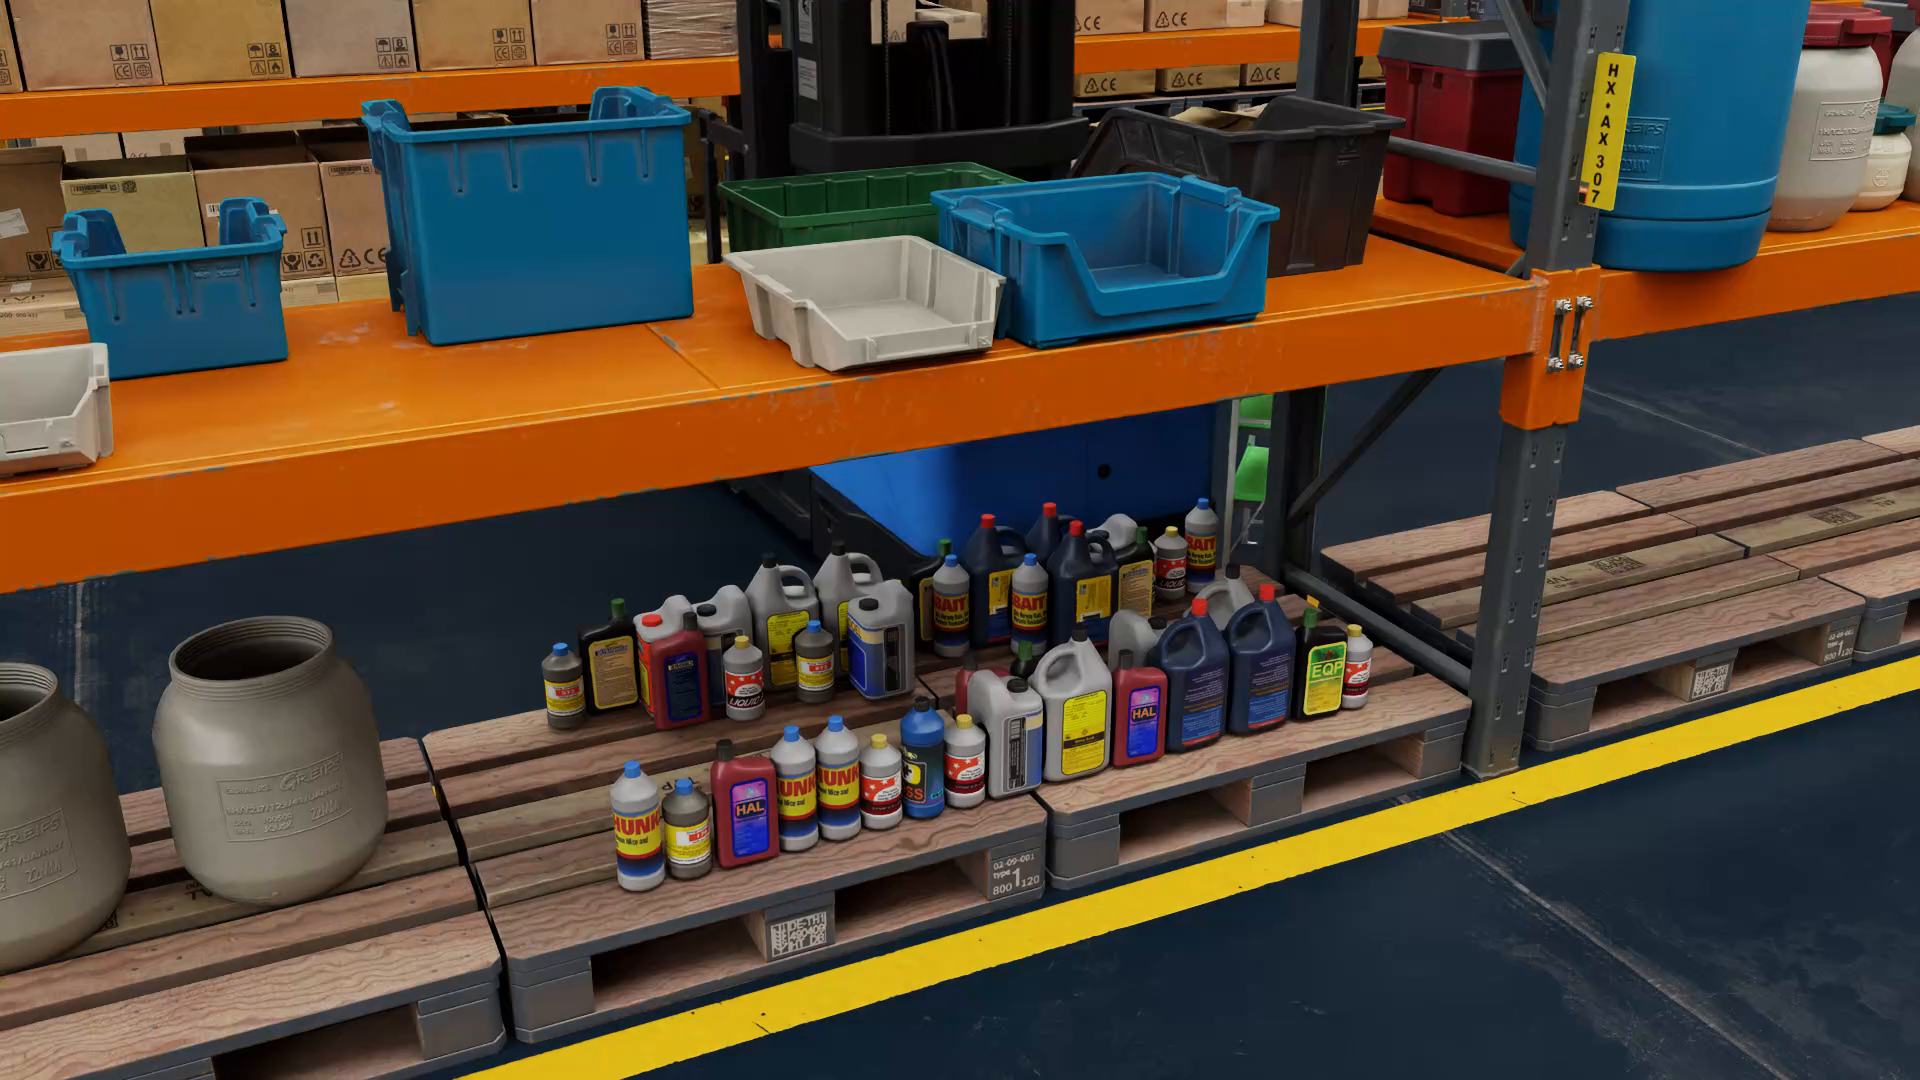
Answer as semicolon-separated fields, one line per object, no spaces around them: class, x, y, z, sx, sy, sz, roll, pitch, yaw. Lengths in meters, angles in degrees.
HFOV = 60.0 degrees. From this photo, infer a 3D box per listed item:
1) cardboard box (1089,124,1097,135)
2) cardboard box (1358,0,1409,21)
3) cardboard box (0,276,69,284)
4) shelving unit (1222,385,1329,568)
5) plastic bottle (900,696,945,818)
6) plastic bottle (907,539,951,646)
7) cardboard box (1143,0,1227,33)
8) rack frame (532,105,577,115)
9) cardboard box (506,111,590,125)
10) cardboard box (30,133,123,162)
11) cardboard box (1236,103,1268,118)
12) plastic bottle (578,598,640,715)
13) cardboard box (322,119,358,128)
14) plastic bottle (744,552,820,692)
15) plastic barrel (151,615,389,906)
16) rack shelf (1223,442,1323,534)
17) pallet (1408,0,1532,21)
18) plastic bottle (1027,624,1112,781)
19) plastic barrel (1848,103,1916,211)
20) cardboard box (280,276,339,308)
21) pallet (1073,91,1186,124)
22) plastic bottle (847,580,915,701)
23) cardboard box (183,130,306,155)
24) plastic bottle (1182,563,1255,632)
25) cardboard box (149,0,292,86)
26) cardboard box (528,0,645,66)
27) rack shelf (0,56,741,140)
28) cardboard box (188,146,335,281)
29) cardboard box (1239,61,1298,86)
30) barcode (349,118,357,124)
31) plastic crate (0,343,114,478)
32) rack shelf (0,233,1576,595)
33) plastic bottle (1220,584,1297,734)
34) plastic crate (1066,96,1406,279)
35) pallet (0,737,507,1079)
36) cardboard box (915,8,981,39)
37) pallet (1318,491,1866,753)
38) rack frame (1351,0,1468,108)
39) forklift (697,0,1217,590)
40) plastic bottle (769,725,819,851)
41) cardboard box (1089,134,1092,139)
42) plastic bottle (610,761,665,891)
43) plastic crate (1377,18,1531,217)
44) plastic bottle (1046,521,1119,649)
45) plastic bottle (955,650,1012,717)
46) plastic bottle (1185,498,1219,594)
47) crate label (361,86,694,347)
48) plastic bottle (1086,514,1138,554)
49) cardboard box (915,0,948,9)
cardboard box;0.638;-2.257;9.592;0.500;0.311;0.500;-11;25;-24
cardboard box;2.284;-3.232;9.754;0.500;0.311;0.500;-9;24;-20
cardboard box;-4.223;-1.106;7.547;0.500;0.250;0.500;-10;25;-24
shelving unit;1.012;-0.441;5.245;0.258;1.200;0.503;7;23;16
plastic bottle;-0.083;0.473;3.678;0.097;0.271;0.097;0;22;0
plastic bottle;-0.073;0.139;4.468;0.133;0.283;0.061;-9;24;-21
cardboard box;1.126;-3.081;9.141;0.500;0.500;0.500;-12;25;-26
rack frame;-3.126;-4.362;12.366;0.127;3.000;1.000;-10;25;-24
cardboard box;-1.975;-1.871;8.413;0.500;0.500;0.500;-10;25;-24
cardboard box;-6.067;-2.743;11.395;0.500;0.311;0.500;-14;26;-30
cardboard box;2.031;-2.516;10.219;0.500;0.311;0.500;-10;24;-22
plastic bottle;-0.871;0.286;4.113;0.133;0.283;0.061;-10;24;-22
cardboard box;-4.575;-2.990;12.203;0.250;0.149;0.380;-13;26;-28
plastic bottle;-0.457;0.196;4.242;0.185;0.351;0.144;-9;24;-21
plastic barrel;-1.422;0.453;3.439;0.421;0.512;0.421;0;22;0
rack shelf;1.013;-0.160;5.361;0.258;0.148;0.480;7;23;16
pallet;3.211;-3.367;10.213;1.003;0.211;1.213;-10;25;-24
plastic bottle;0.252;0.364;3.836;0.185;0.351;0.144;-11;25;-24
plastic barrel;2.430;-1.051;4.547;0.301;0.262;0.301;0;22;0
cardboard box;-3.099;-1.095;7.519;0.500;0.250;0.500;-10;25;-24
pallet;1.222;-3.842;14.755;1.213;0.211;1.003;-10;25;-24
plastic bottle;-0.202;0.247;4.217;0.135;0.276;0.152;-10;25;-24
cardboard box;-3.329;-1.624;7.818;0.500;0.500;0.500;-10;25;-24
plastic bottle;0.653;0.229;4.162;0.185;0.351;0.144;-10;25;-24
cardboard box;-3.231;-2.280;7.206;0.500;0.500;0.700;-10;25;-23
cardboard box;-1.843;-2.536;7.824;0.500;0.500;0.700;-11;25;-24
rack shelf;-2.776;-1.991;7.579;4.000;0.370;1.077;-10;25;-24
cardboard box;-3.104;-1.445;7.385;0.500;0.500;0.500;-10;25;-24
cardboard box;2.754;-4.589;15.175;0.750;0.750;0.750;-10;24;-22
barcode;-4.520;-3.111;12.350;0.075;0.075;0.001;-10;25;-24
plastic crate;-1.487;-0.200;2.656;0.250;0.136;0.298;-10;25;-24
rack shelf;-0.631;-0.284;3.454;4.000;0.370;1.077;-10;25;-24
plastic bottle;0.716;0.279;4.042;0.185;0.351;0.144;-11;25;-25
plastic crate;0.644;-0.876;4.026;0.504;0.338;0.767;-10;25;-24
pallet;-1.651;0.842;3.439;1.213;0.211;1.003;-10;25;-24
cardboard box;-0.087;-2.616;8.476;0.250;0.149;0.380;-10;25;-24
pallet;1.862;0.197;4.998;1.213;0.211;1.003;-10;25;-24
rack frame;2.630;-3.319;9.846;0.127;3.000;1.000;-10;25;-24
forklift;-0.325;-1.596;5.773;1.130;2.935;3.031;-11;25;-25
plastic bottle;-0.355;0.523;3.557;0.097;0.271;0.097;0;22;0
cardboard box;0.891;-2.076;9.157;0.500;0.311;0.500;-10;24;-22
plastic bottle;-0.664;0.580;3.420;0.097;0.271;0.097;0;22;0
plastic crate;1.475;-1.163;4.554;0.583;0.464;0.402;-10;25;-24
plastic bottle;0.326;0.113;4.442;0.185;0.351;0.144;-10;25;-24
plastic bottle;0.057;0.385;3.875;0.133;0.283;0.061;-10;25;-24
plastic bottle;0.694;0.011;4.793;0.097;0.271;0.097;0;22;0
crate label;-0.892;-0.699;3.471;0.616;0.435;0.502;-10;25;-24
plastic bottle;0.414;0.072;4.639;0.135;0.276;0.152;-9;24;-22
cardboard box;-0.261;-2.802;8.774;0.258;0.266;0.396;-11;25;-25
